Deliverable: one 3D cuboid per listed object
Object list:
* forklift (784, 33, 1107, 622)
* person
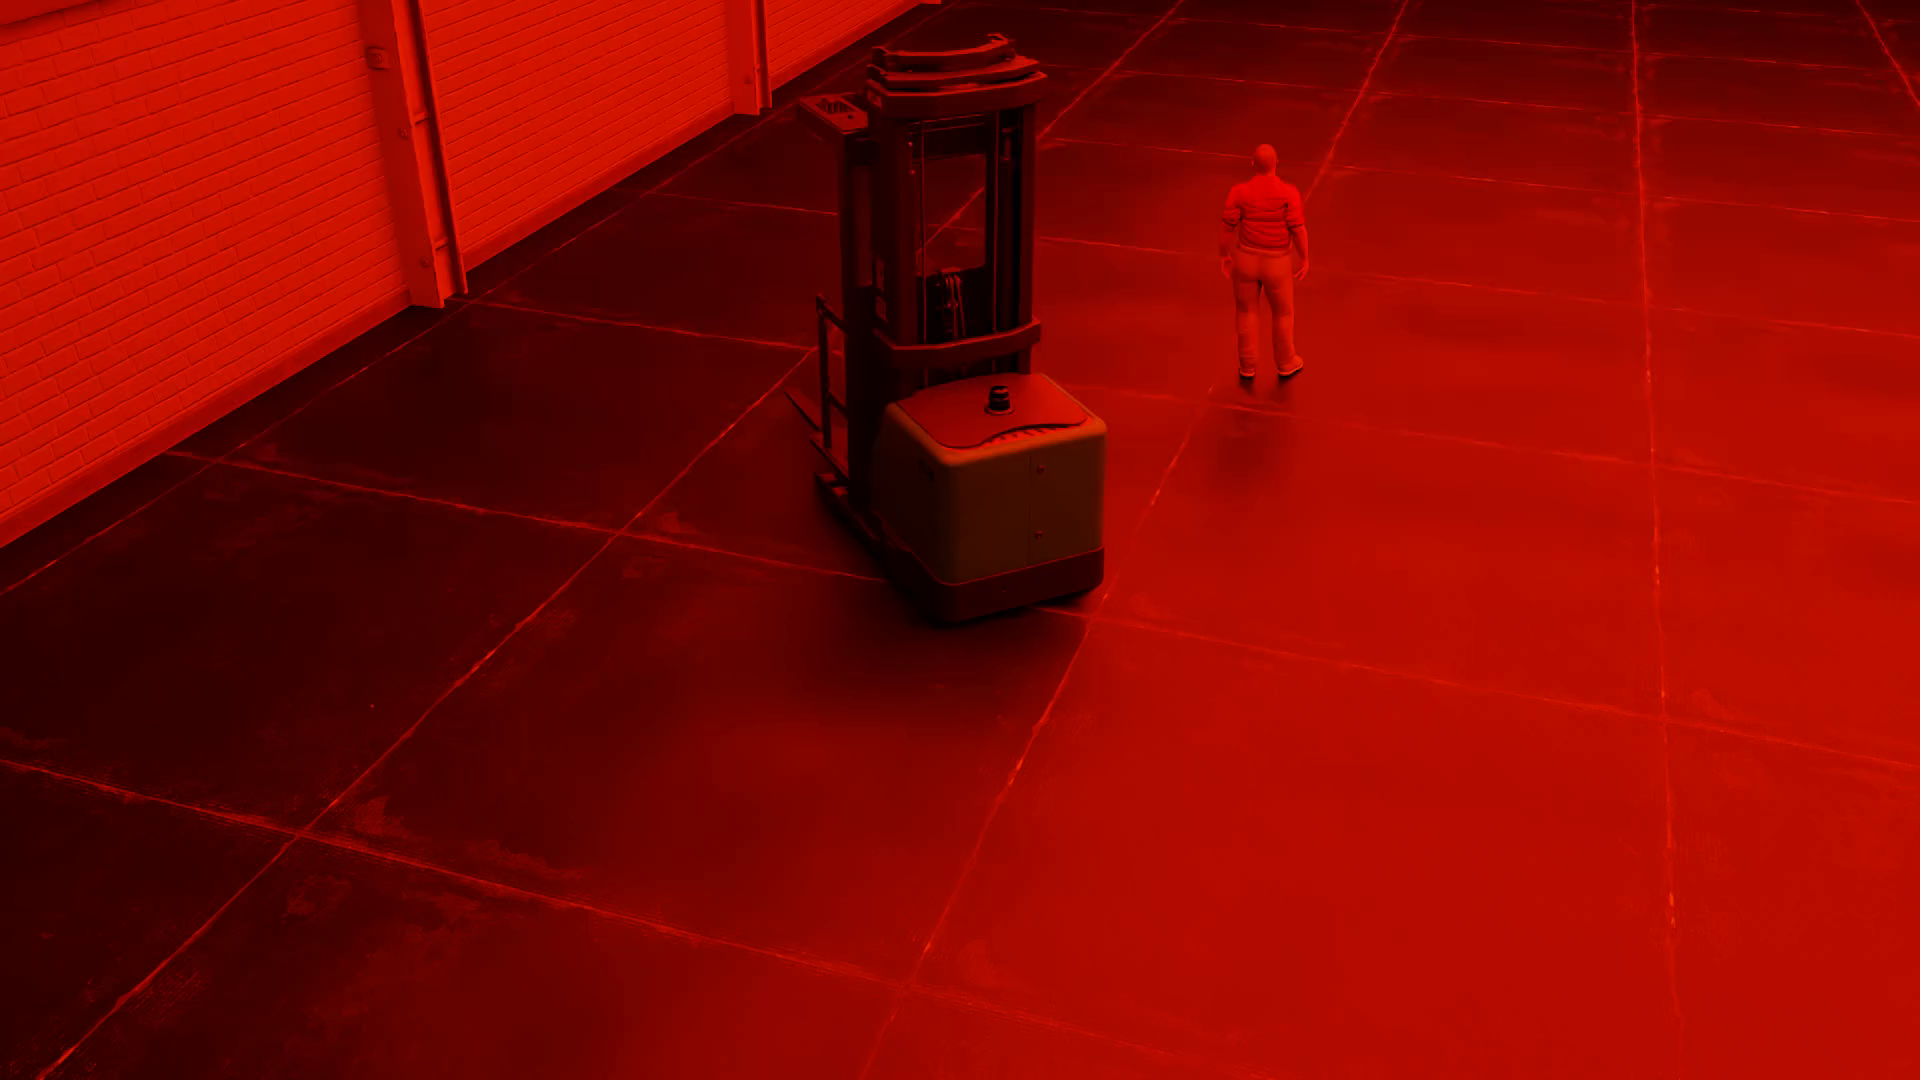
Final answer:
[{"bbox_3d":[-0.268,-1.529,9.819,1.130,2.935,3.031,-13,32,-22],"label":"forklift"},{"bbox_3d":[2.175,-1.995,11.836,0.640,1.727,0.551,10,31,16],"label":"person"}]
